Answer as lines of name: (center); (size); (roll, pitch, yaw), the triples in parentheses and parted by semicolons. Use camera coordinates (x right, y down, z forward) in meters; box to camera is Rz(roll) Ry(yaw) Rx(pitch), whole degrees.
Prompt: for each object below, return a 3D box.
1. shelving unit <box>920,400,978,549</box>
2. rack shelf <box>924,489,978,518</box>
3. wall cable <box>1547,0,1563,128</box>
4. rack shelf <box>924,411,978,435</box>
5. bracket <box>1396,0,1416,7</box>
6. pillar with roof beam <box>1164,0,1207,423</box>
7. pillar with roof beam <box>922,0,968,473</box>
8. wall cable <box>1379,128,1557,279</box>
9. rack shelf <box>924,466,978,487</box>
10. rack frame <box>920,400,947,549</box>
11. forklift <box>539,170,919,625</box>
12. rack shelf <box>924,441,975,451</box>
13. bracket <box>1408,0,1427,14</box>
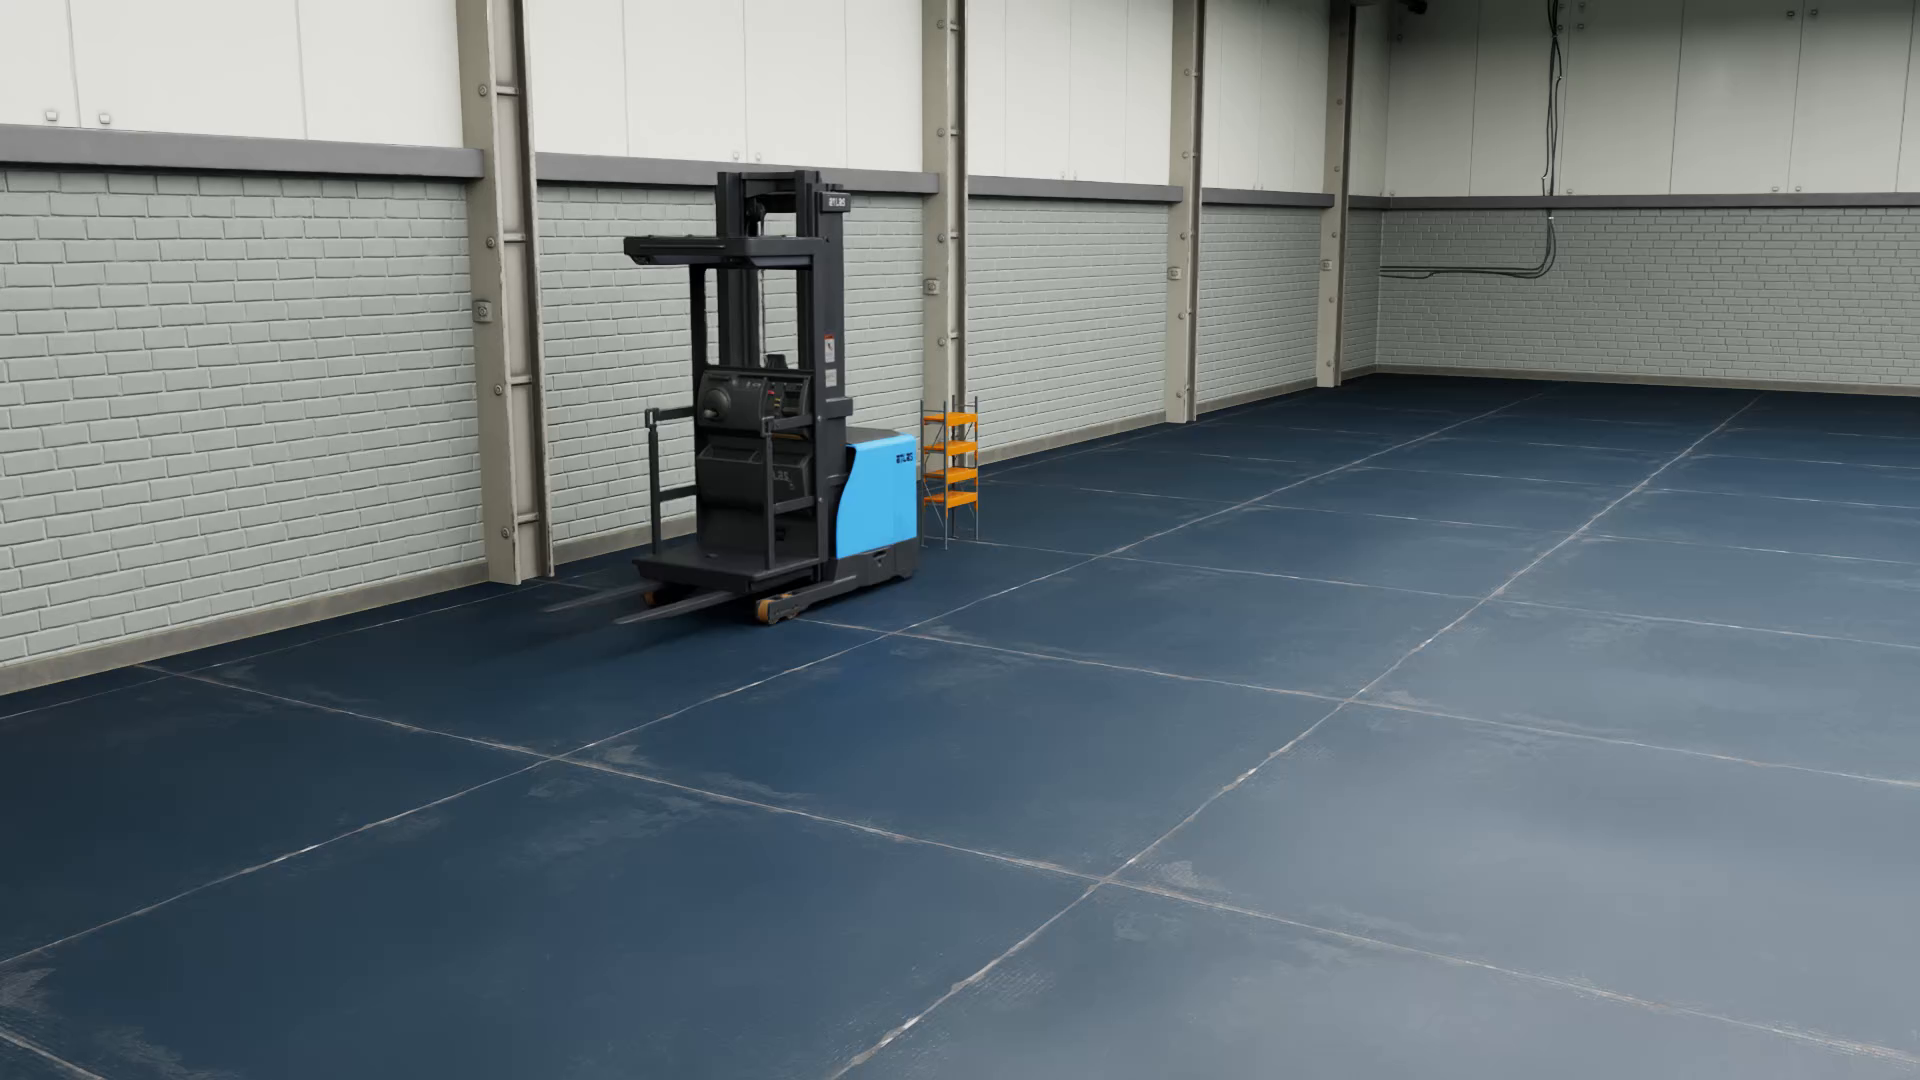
shelving unit: (-0.089, -0.563, 13.614); (0.258, 1.200, 0.492); (6, 12, 31)
rack shelf: (-0.086, -0.302, 13.668); (0.258, 0.148, 0.480); (6, 12, 31)
wall cable: (11.051, -8.007, 26.895); (3.097, 2.526, 0.112); (6, 12, 31)
rack shelf: (-0.086, -0.950, 13.547); (0.258, 0.148, 0.480); (6, 12, 31)
bracket: (7.522, -9.052, 27.986); (0.076, 0.066, 3.189); (6, 12, 31)
pillar with roof beam: (6.644, -5.617, 19.417); (9.100, 9.000, 0.400); (6, 12, 31)
pillar with roof beam: (3.529, -4.673, 14.377); (9.100, 9.000, 0.400); (6, 12, 31)
wall cable: (8.739, -5.783, 28.740); (3.097, 2.526, 0.112); (6, 12, 31)
rack shelf: (-0.086, -0.498, 13.632); (0.258, 0.148, 0.480); (6, 12, 31)
rack frame: (-0.213, -0.525, 13.414); (0.240, 1.200, 0.015); (6, 12, 31)
forklift: (-1.521, -0.985, 11.165); (1.130, 2.935, 3.031); (7, 12, 32)
rack shelf: (-0.086, -0.770, 13.581); (0.221, 0.021, 0.457); (6, 12, 31)
bracket: (7.829, -9.145, 28.482); (0.235, 0.232, 0.430); (6, 12, 31)
